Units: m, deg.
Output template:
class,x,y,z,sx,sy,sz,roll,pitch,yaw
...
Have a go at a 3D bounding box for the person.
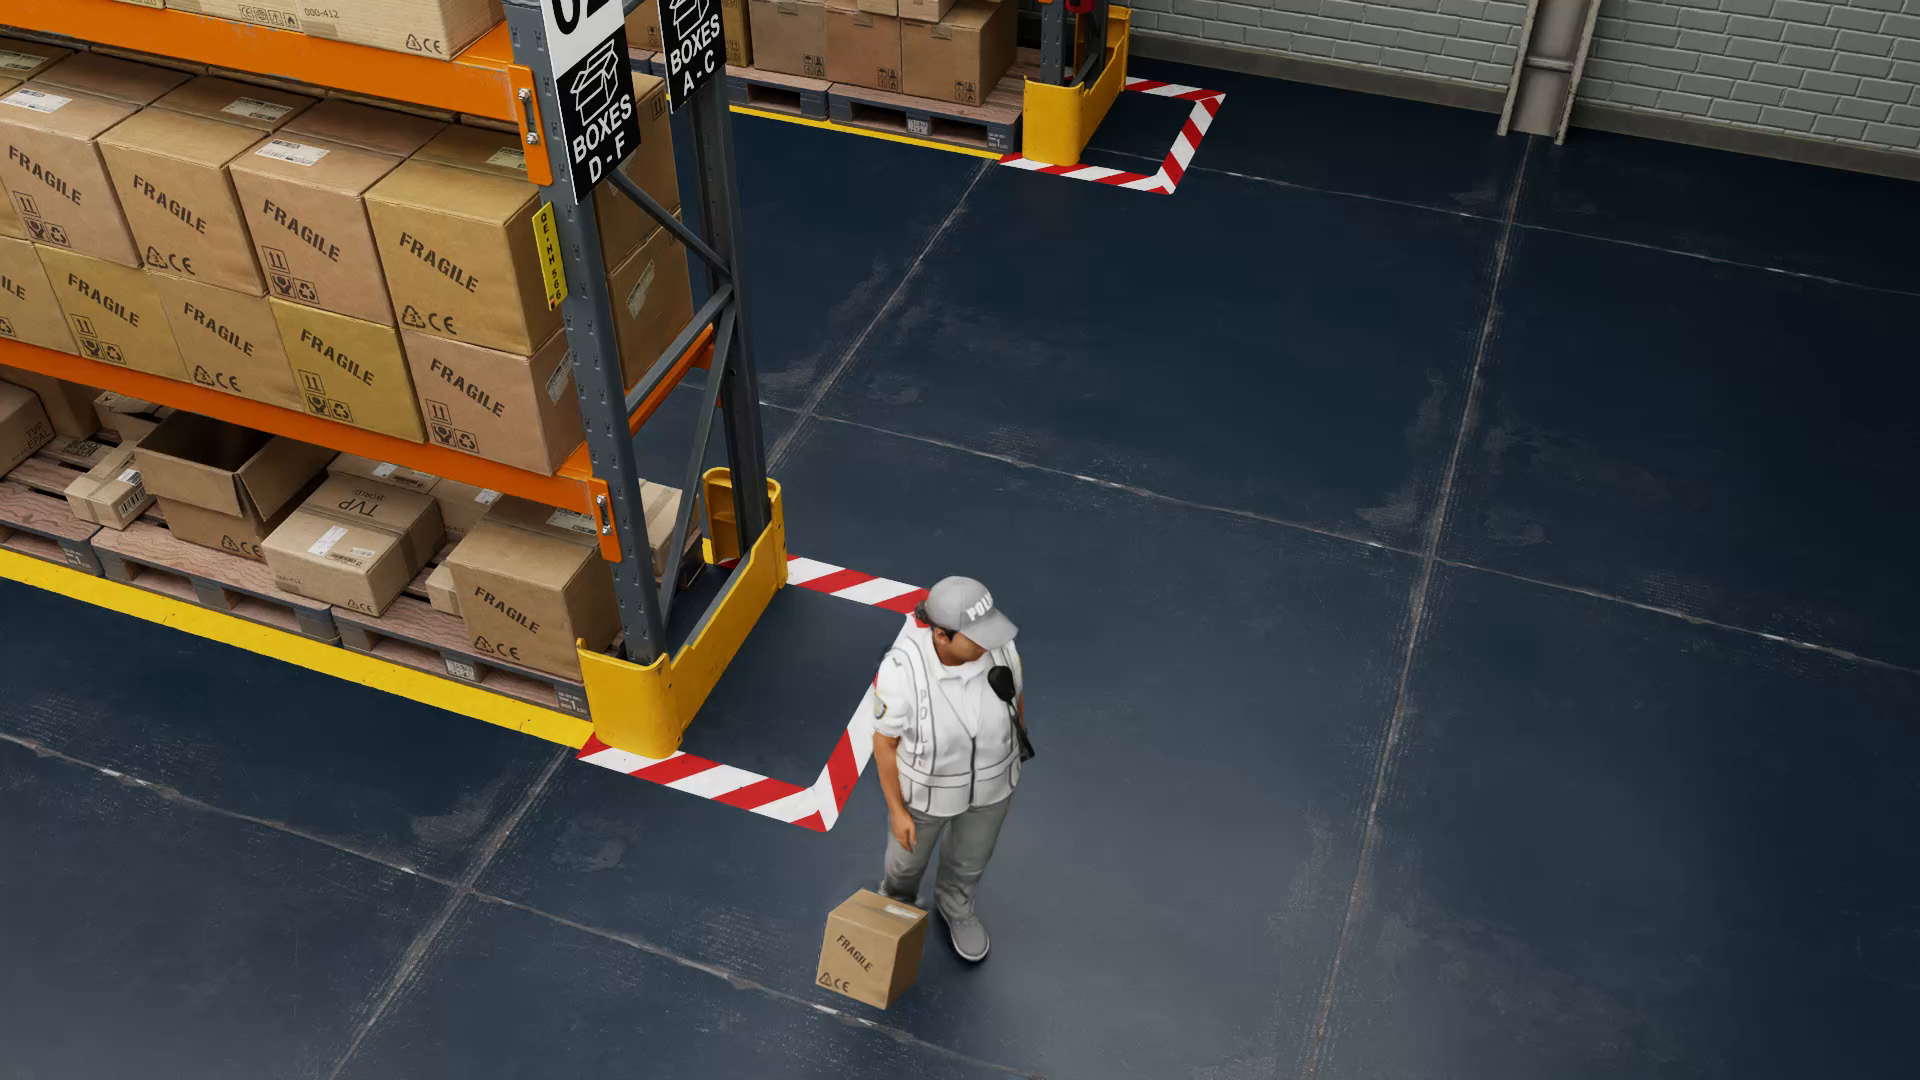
class,x,y,z,sx,sy,sz,roll,pitch,yaw
person,-0.092,0.768,5.279,0.616,1.670,0.383,-13,43,-14
